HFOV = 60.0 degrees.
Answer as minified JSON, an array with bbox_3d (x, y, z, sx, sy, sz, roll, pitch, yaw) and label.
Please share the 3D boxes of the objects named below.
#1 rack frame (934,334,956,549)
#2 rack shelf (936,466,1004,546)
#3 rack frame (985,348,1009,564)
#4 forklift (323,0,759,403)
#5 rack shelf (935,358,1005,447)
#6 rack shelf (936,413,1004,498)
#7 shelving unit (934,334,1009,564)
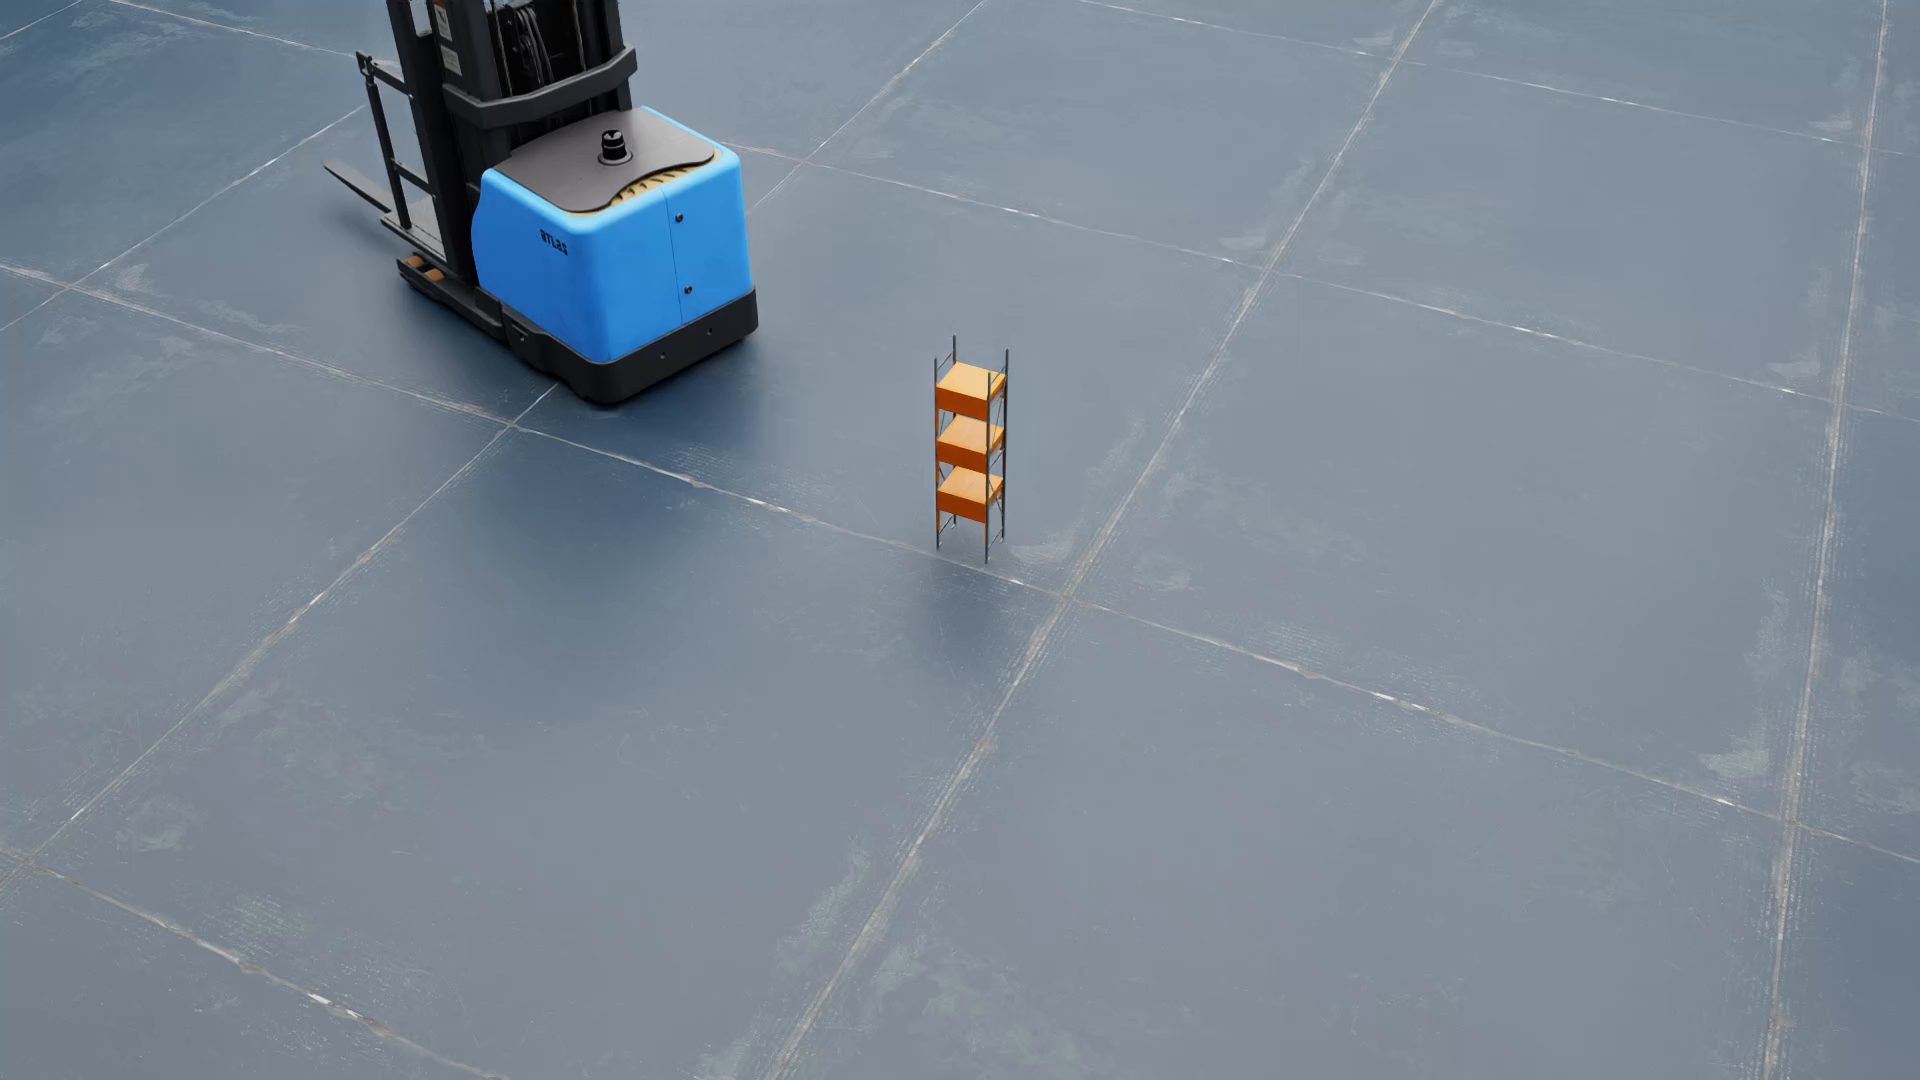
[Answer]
[{"bbox_3d":[-0.062,-0.416,7.312,0.008,1.050,0.200,17,44,19],"label":"rack frame"},{"bbox_3d":[0.048,-0.164,7.462,0.240,0.259,0.215,17,44,19],"label":"rack shelf"},{"bbox_3d":[0.159,-0.348,7.234,0.008,1.050,0.200,17,44,19],"label":"rack frame"},{"bbox_3d":[-2.476,-2.647,8.450,3.031,2.935,1.130,33,51,32],"label":"forklift"},{"bbox_3d":[0.048,-0.588,7.094,0.240,0.259,0.215,17,44,19],"label":"rack shelf"},{"bbox_3d":[0.048,-0.374,7.280,0.240,0.259,0.215,17,44,19],"label":"rack shelf"},{"bbox_3d":[0.048,-0.382,7.273,0.252,1.050,0.215,17,44,19],"label":"shelving unit"}]
